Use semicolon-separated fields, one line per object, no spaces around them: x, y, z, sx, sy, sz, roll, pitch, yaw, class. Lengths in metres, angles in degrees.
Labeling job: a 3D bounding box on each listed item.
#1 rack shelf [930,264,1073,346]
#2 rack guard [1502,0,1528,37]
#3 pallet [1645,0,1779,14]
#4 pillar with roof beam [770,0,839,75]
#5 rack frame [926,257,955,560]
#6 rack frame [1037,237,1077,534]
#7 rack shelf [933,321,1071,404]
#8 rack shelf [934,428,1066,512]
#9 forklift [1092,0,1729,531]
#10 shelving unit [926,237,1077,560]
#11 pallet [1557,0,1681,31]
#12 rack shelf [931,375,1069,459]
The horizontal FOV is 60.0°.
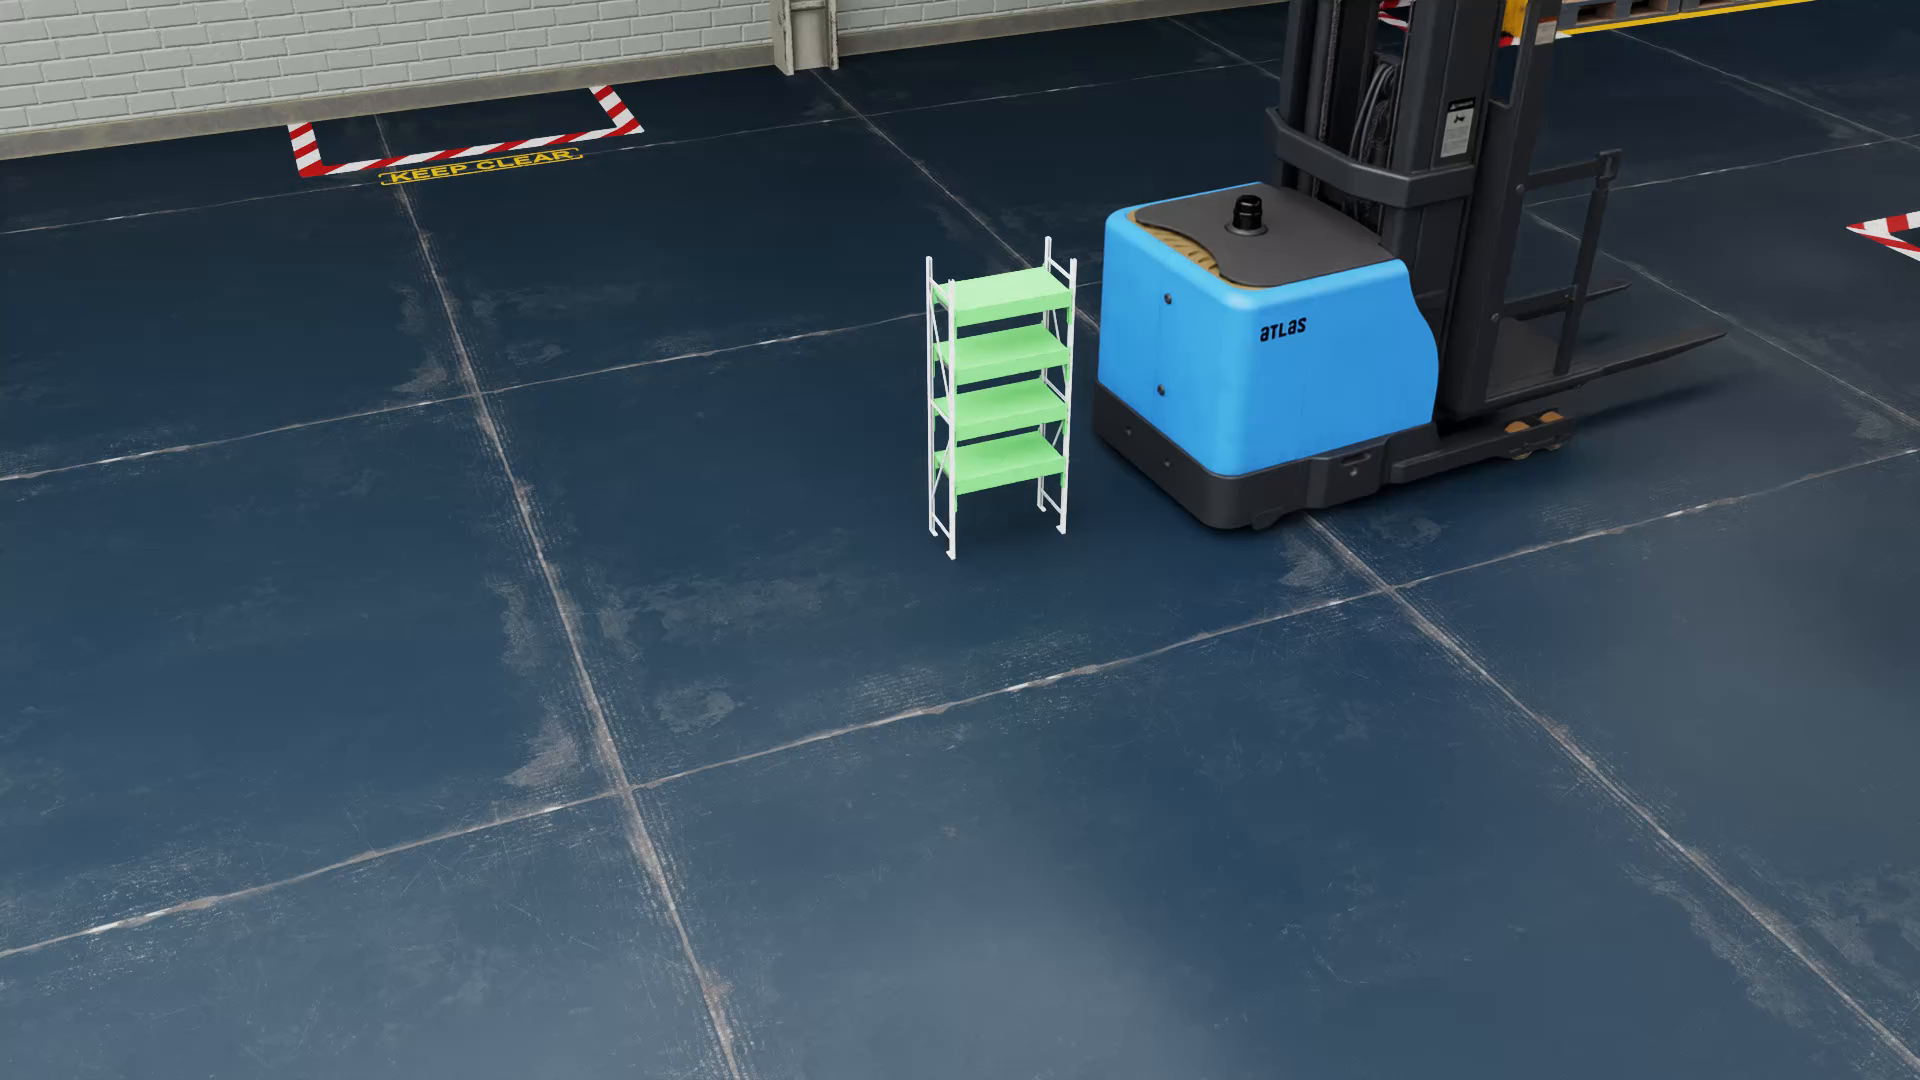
0.153;-0.887;6.250;0.480;0.148;0.258;-13;35;-19;rack shelf
4.182;-4.334;12.953;0.348;0.500;1.175;-13;35;-19;rack guard
6.067;-4.622;13.660;1.213;0.211;1.003;-13;35;-19;pallet
0.556;-5.032;6.232;0.400;9.000;9.100;-13;35;-19;pillar with roof beam
-0.072;-0.486;6.397;0.015;1.200;0.240;-13;35;-19;rack frame
0.378;-0.589;6.556;0.015;1.200;0.240;-13;35;-19;rack frame
0.153;-0.685;6.380;0.480;0.148;0.258;-13;35;-19;rack shelf
0.153;-0.283;6.642;0.480;0.148;0.258;-13;35;-19;rack shelf
2.138;-1.820;6.859;3.031;2.935;1.130;-15;36;-22;forklift
0.153;-0.538;6.476;0.503;1.200;0.258;-13;35;-19;shelving unit
4.944;-4.367;13.268;1.213;0.211;1.003;-13;35;-19;pallet
0.153;-0.484;6.511;0.480;0.148;0.258;-13;35;-19;rack shelf
